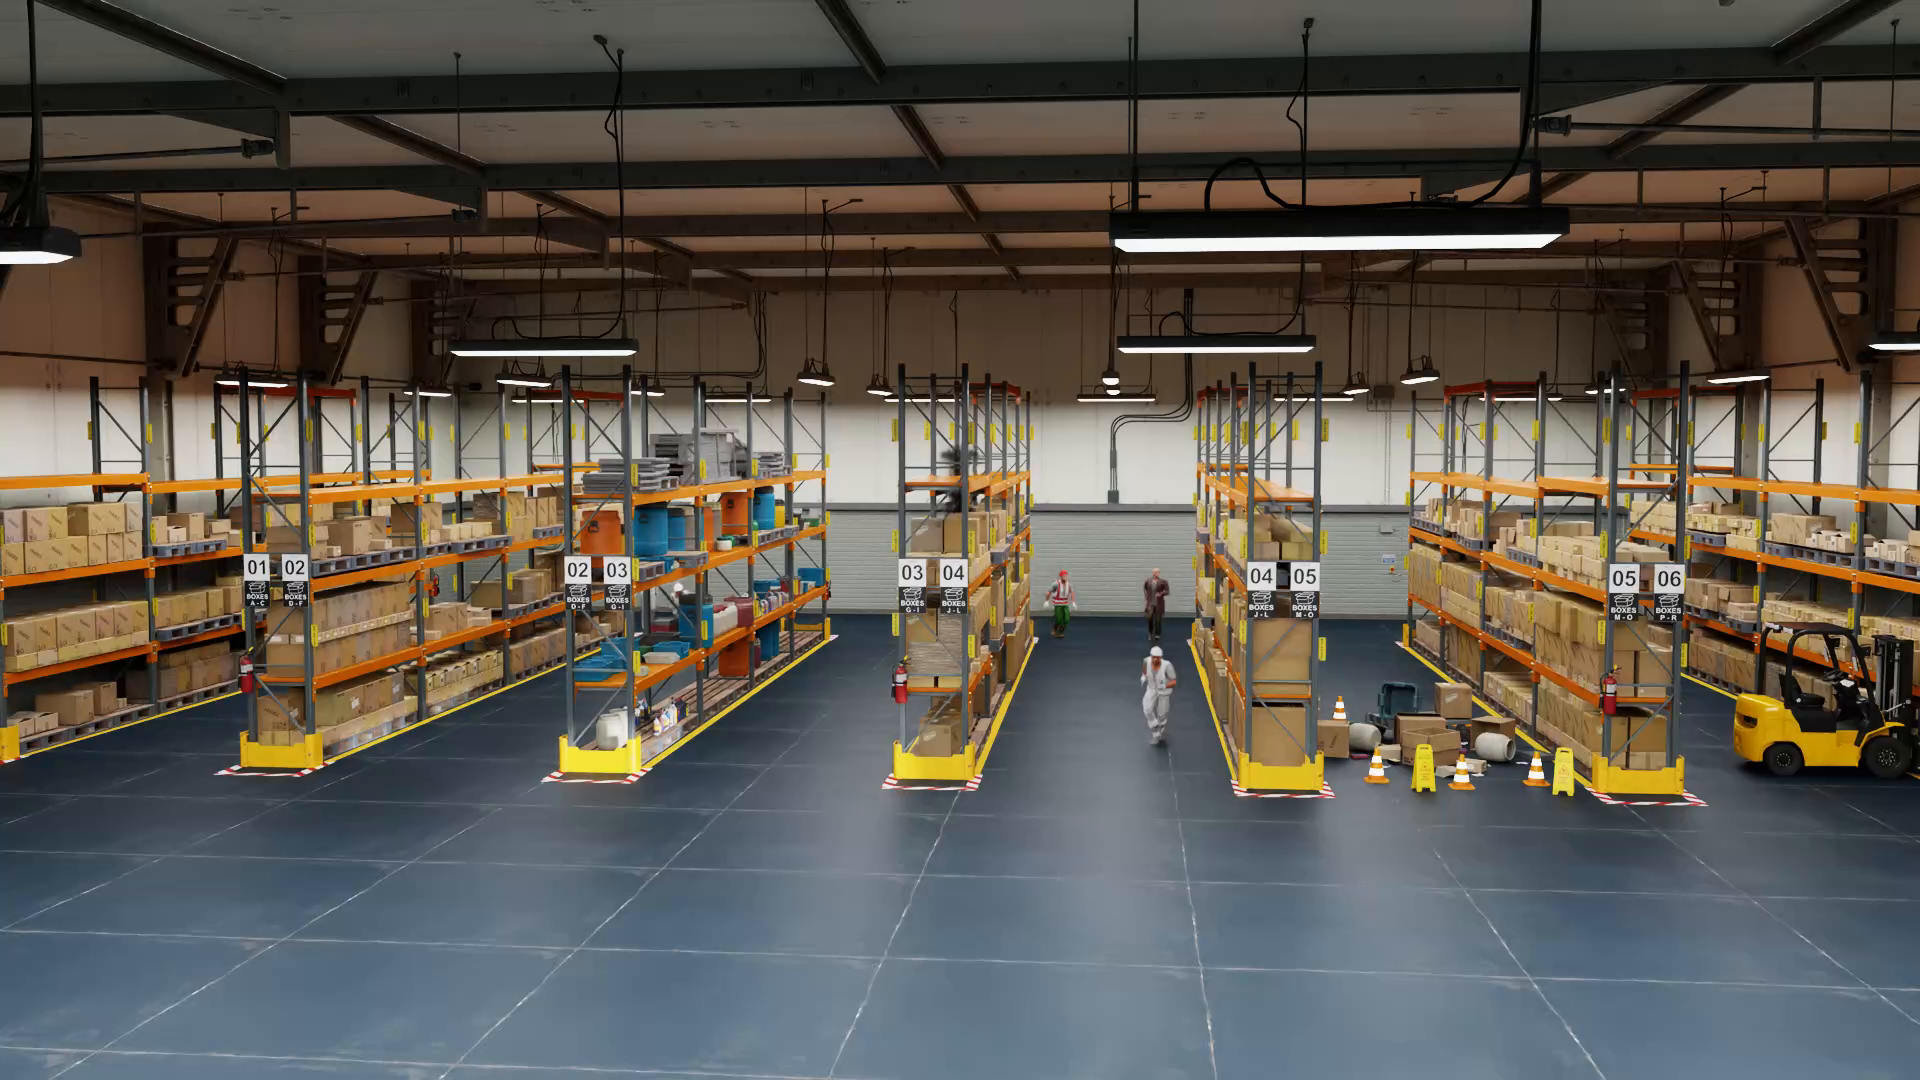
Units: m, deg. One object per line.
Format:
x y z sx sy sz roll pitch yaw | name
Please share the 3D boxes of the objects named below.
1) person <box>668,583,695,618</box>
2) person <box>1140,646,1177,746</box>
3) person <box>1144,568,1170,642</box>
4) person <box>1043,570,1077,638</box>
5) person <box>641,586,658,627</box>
-6.550 1.731 39.210 0.661 1.493 0.987 -1 4 -11 | person
3.197 2.460 26.747 0.682 1.595 1.119 1 4 19 | person
4.690 1.557 39.914 0.685 1.770 0.726 1 4 17 | person
2.434 1.571 40.492 0.709 1.700 0.650 -2 4 -27 | person
-7.923 1.449 42.234 0.573 1.745 0.831 -2 4 -23 | person
